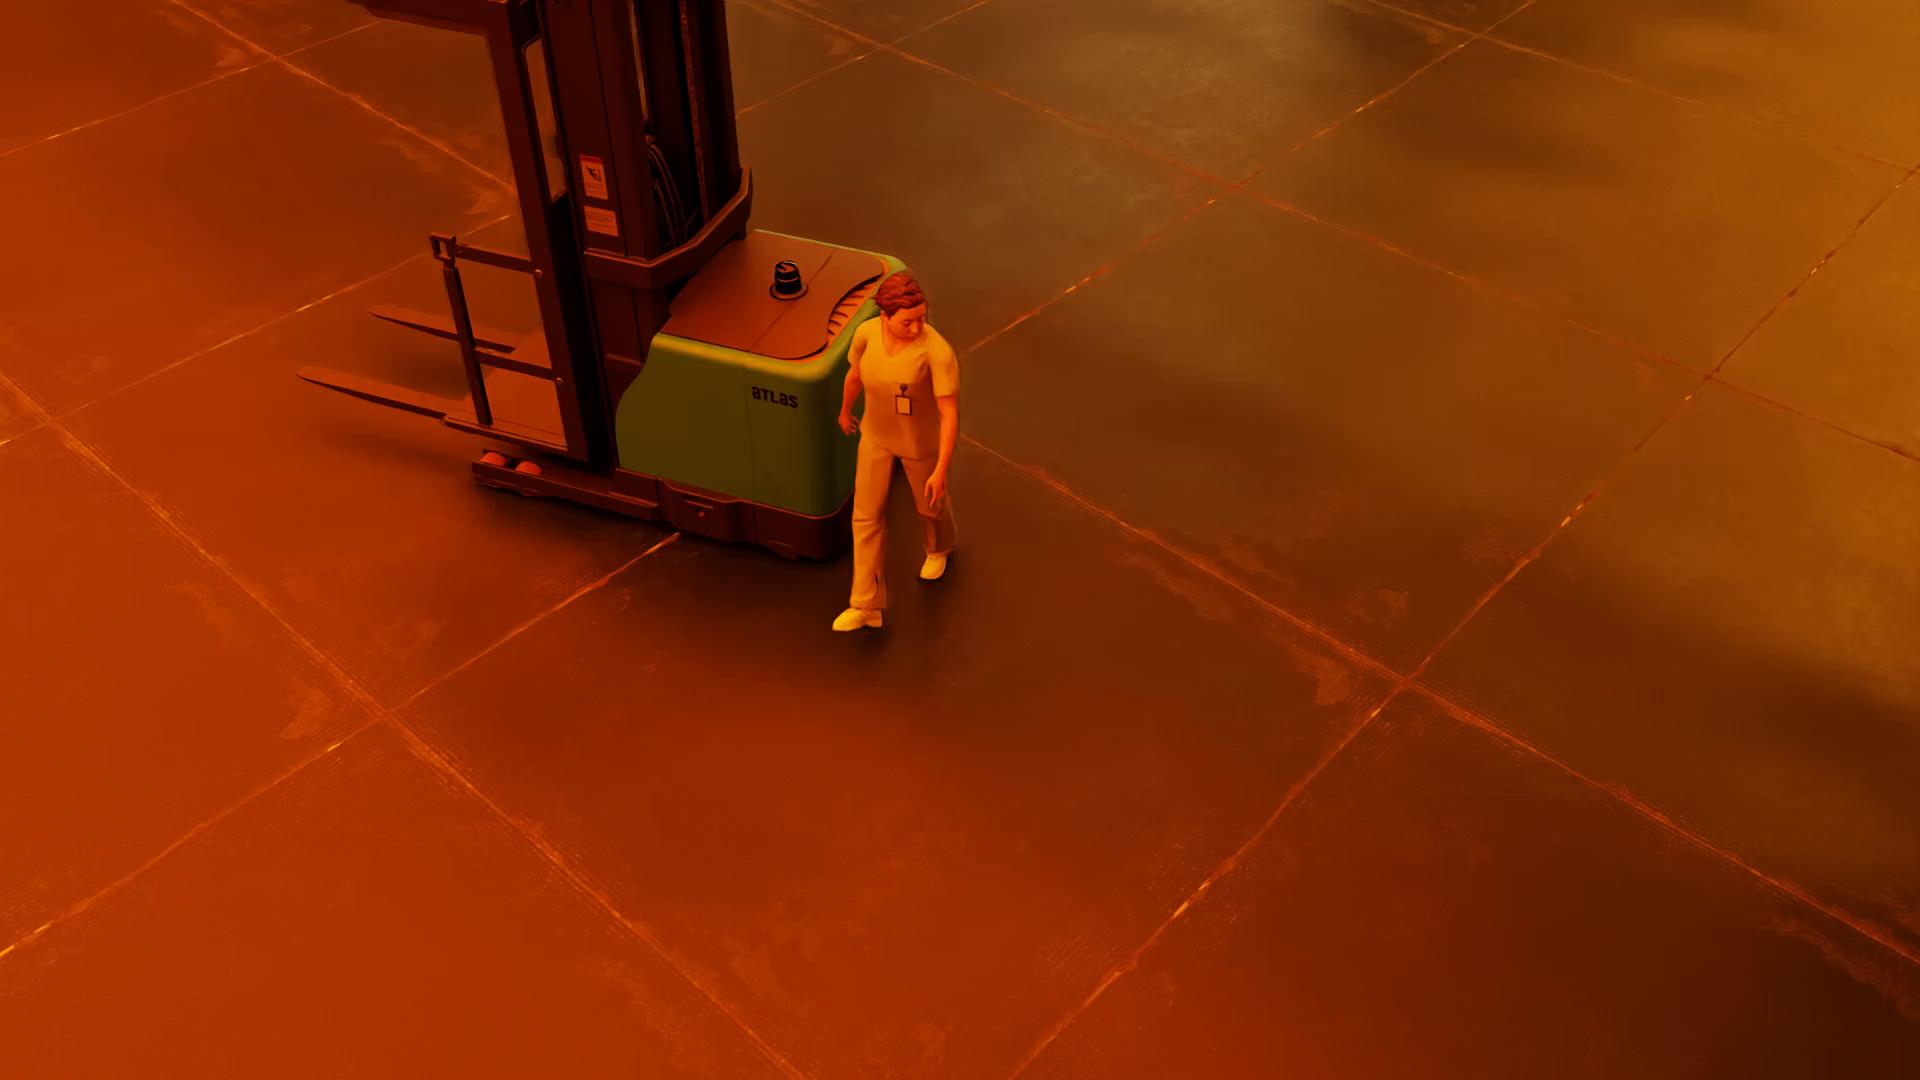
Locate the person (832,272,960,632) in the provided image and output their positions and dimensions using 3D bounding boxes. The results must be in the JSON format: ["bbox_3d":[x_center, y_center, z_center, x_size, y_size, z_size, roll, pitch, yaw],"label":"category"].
[{"bbox_3d":[-0.297,-0.357,6.848,0.620,1.629,0.910,14,43,16],"label":"person"}]

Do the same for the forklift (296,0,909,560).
[{"bbox_3d":[-1.789,-1.624,7.321,3.031,2.935,1.130,14,43,16],"label":"forklift"}]
